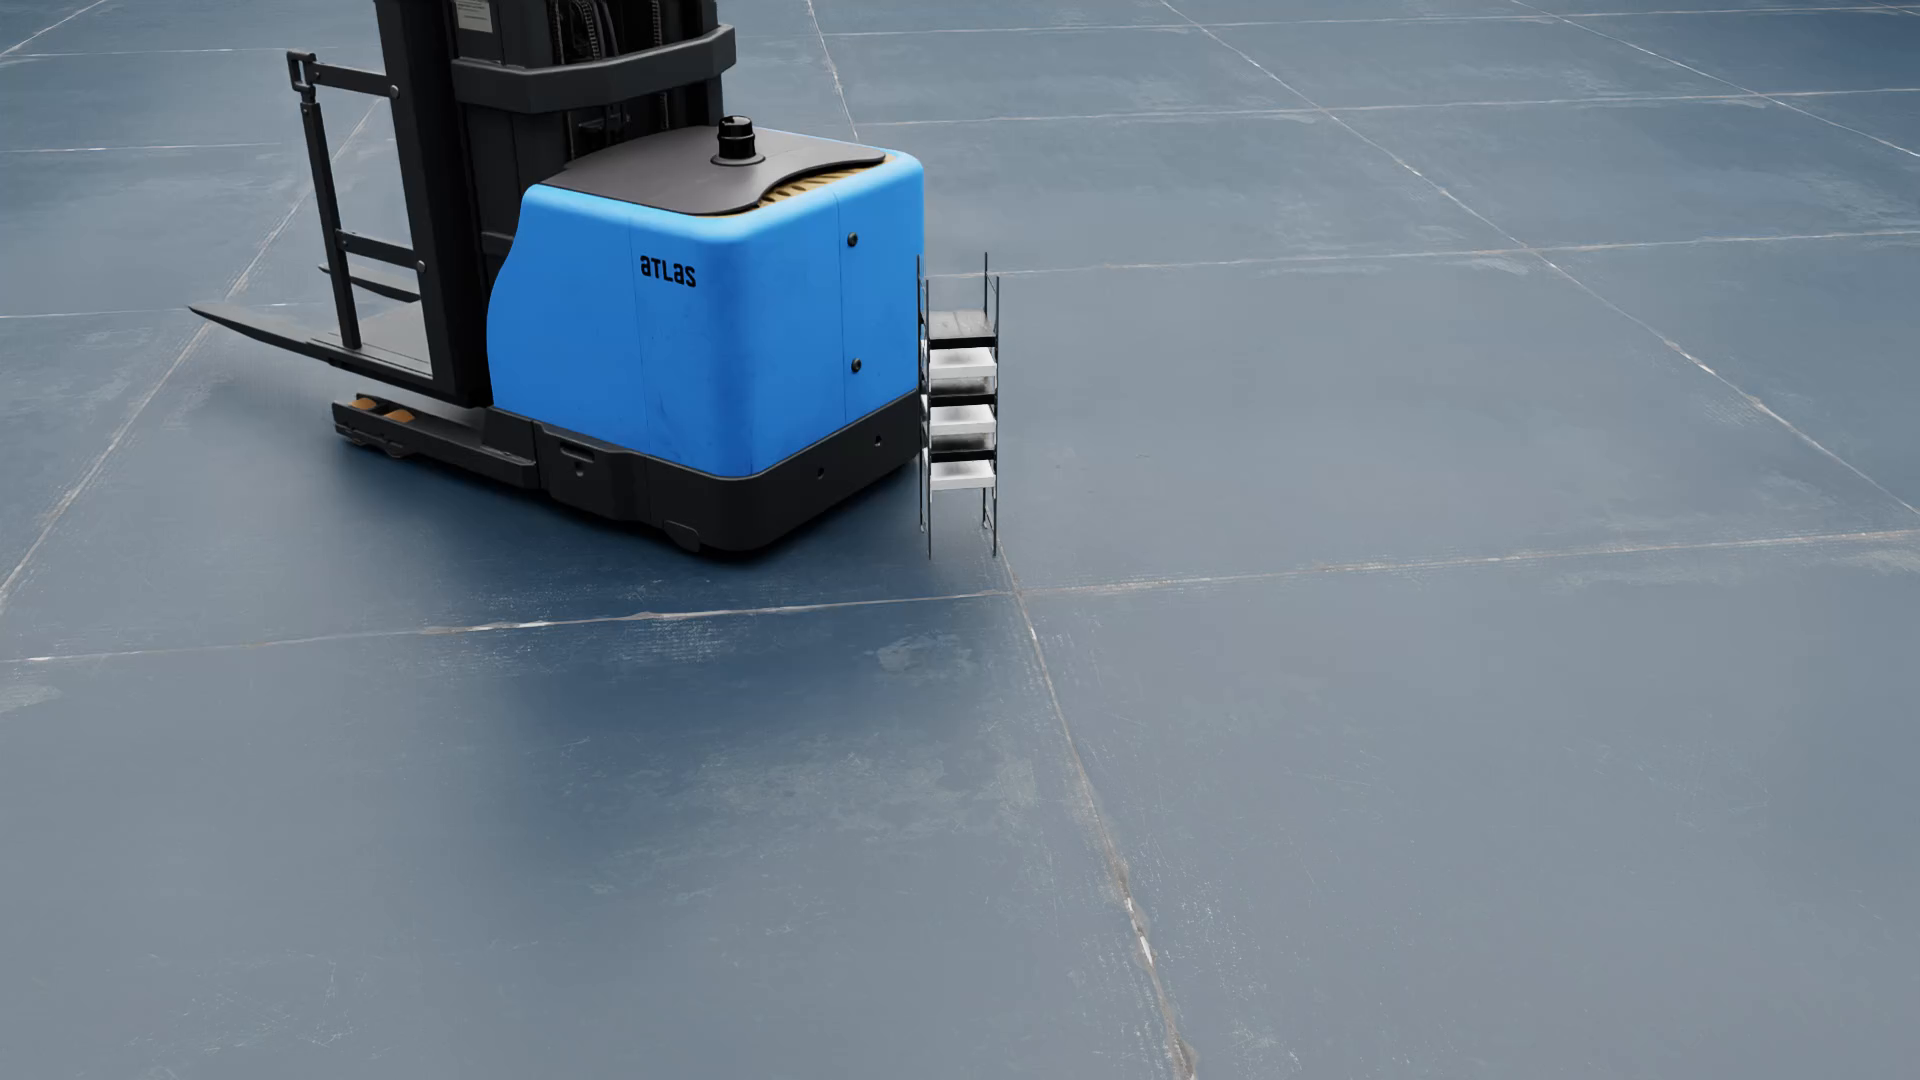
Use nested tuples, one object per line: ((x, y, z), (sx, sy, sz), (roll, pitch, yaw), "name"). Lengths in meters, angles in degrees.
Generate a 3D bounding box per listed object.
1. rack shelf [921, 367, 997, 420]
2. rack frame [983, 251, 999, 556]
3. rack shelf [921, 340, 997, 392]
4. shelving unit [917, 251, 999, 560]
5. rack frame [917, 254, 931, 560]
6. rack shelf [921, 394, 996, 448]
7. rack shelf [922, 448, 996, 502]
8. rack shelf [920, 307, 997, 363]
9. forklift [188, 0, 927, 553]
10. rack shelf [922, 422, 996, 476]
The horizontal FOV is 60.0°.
((-0.008, -0.450, 5.018), (0.200, 0.077, 0.258), (-4, 27, -7), "rack shelf")
((0.093, -0.406, 5.056), (0.006, 0.900, 0.240), (-4, 27, -7), "rack frame")
((-0.008, -0.530, 4.977), (0.200, 0.077, 0.258), (-4, 27, -7), "rack shelf")
((-0.008, -0.400, 5.044), (0.210, 0.900, 0.258), (-4, 27, -7), "shelving unit")
((-0.109, -0.393, 5.031), (0.006, 0.900, 0.240), (-4, 27, -7), "rack frame")
((-0.008, -0.370, 5.059), (0.200, 0.077, 0.258), (-4, 27, -7), "rack shelf")
((-0.008, -0.210, 5.141), (0.200, 0.077, 0.258), (-4, 27, -7), "rack shelf")
((-0.008, -0.610, 4.936), (0.200, 0.077, 0.258), (-4, 27, -7), "rack shelf")
((-1.608, -1.771, 5.491), (3.031, 2.935, 1.130), (17, 32, 30), "forklift")
((-0.008, -0.290, 5.100), (0.200, 0.077, 0.258), (-4, 27, -7), "rack shelf")
